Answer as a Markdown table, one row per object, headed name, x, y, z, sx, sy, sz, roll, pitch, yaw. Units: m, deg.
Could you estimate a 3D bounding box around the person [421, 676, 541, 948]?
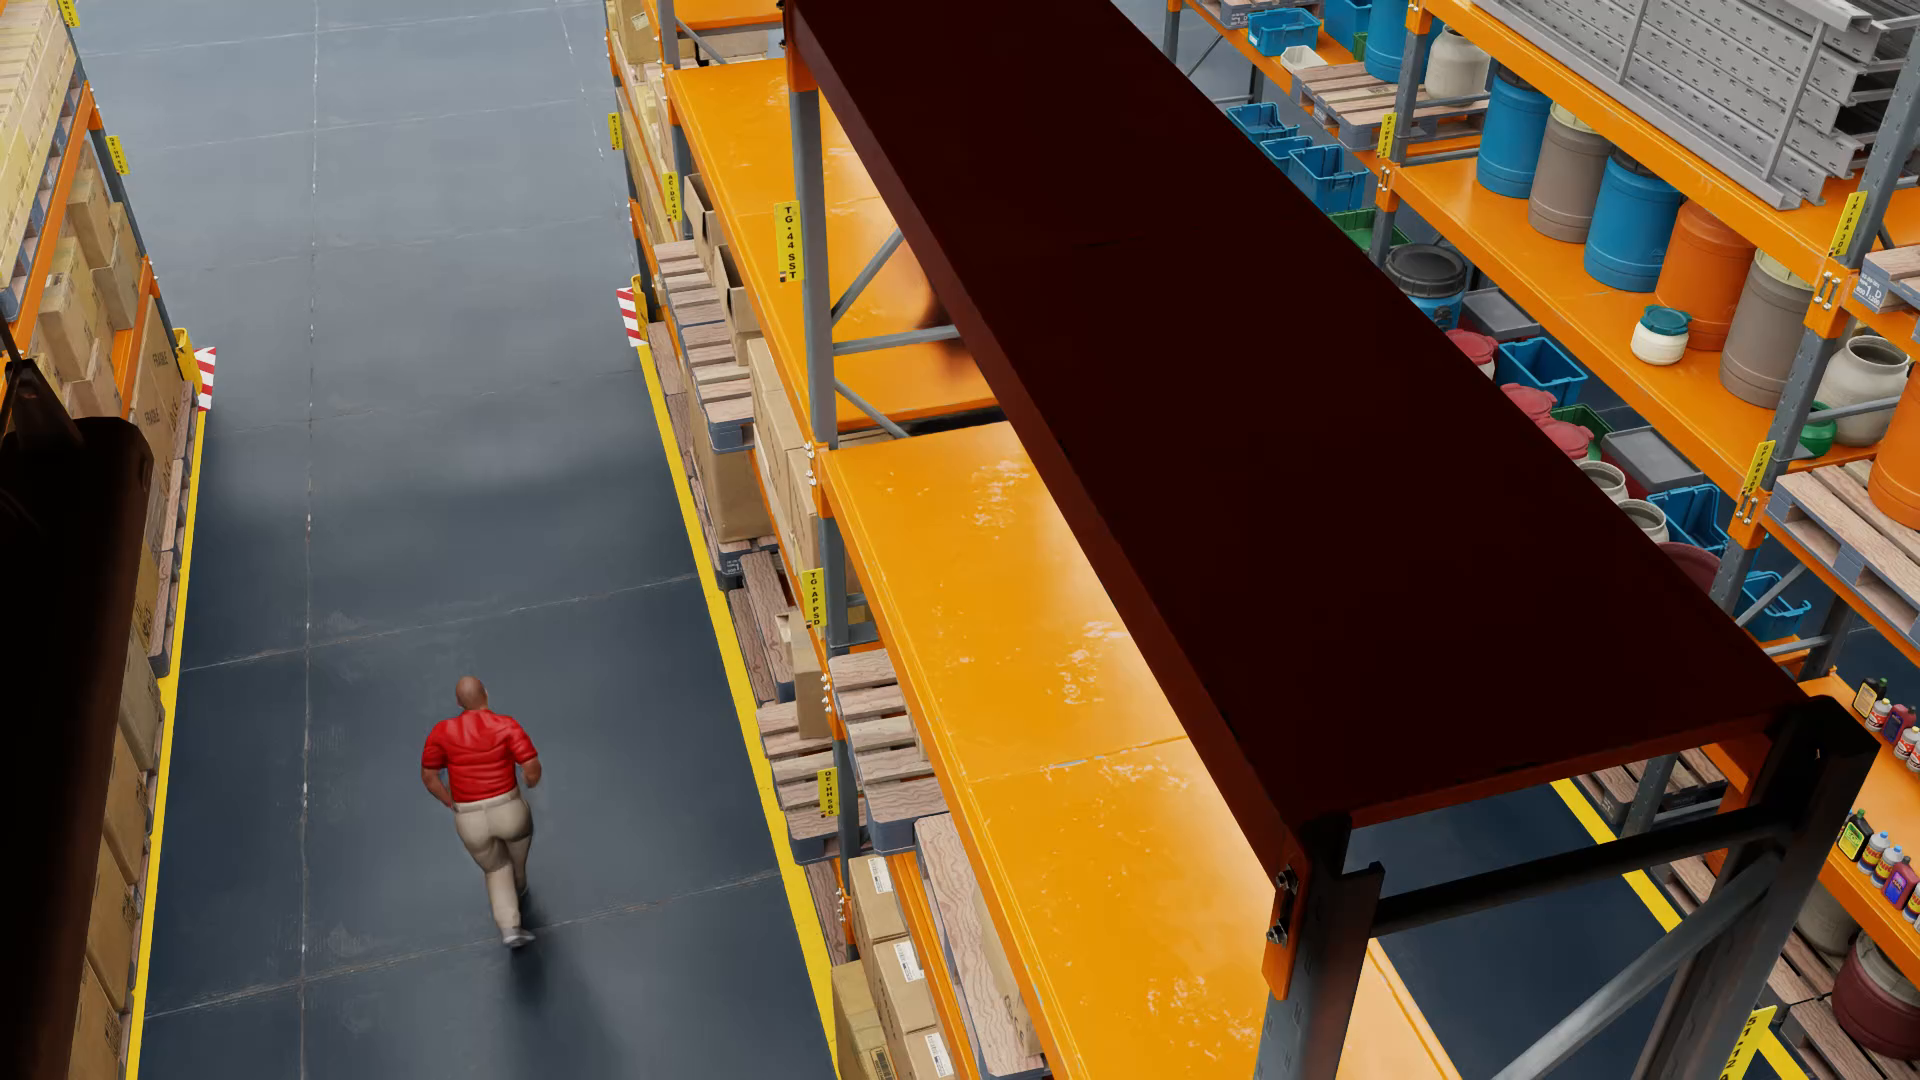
| name | x | y | z | sx | sy | sz | roll | pitch | yaw |
| --- | --- | --- | --- | --- | --- | --- | --- | --- | --- |
| person | -2.689 | 1.632 | 9.535 | 0.662 | 1.560 | 1.005 | -9 | 39 | -11 |
